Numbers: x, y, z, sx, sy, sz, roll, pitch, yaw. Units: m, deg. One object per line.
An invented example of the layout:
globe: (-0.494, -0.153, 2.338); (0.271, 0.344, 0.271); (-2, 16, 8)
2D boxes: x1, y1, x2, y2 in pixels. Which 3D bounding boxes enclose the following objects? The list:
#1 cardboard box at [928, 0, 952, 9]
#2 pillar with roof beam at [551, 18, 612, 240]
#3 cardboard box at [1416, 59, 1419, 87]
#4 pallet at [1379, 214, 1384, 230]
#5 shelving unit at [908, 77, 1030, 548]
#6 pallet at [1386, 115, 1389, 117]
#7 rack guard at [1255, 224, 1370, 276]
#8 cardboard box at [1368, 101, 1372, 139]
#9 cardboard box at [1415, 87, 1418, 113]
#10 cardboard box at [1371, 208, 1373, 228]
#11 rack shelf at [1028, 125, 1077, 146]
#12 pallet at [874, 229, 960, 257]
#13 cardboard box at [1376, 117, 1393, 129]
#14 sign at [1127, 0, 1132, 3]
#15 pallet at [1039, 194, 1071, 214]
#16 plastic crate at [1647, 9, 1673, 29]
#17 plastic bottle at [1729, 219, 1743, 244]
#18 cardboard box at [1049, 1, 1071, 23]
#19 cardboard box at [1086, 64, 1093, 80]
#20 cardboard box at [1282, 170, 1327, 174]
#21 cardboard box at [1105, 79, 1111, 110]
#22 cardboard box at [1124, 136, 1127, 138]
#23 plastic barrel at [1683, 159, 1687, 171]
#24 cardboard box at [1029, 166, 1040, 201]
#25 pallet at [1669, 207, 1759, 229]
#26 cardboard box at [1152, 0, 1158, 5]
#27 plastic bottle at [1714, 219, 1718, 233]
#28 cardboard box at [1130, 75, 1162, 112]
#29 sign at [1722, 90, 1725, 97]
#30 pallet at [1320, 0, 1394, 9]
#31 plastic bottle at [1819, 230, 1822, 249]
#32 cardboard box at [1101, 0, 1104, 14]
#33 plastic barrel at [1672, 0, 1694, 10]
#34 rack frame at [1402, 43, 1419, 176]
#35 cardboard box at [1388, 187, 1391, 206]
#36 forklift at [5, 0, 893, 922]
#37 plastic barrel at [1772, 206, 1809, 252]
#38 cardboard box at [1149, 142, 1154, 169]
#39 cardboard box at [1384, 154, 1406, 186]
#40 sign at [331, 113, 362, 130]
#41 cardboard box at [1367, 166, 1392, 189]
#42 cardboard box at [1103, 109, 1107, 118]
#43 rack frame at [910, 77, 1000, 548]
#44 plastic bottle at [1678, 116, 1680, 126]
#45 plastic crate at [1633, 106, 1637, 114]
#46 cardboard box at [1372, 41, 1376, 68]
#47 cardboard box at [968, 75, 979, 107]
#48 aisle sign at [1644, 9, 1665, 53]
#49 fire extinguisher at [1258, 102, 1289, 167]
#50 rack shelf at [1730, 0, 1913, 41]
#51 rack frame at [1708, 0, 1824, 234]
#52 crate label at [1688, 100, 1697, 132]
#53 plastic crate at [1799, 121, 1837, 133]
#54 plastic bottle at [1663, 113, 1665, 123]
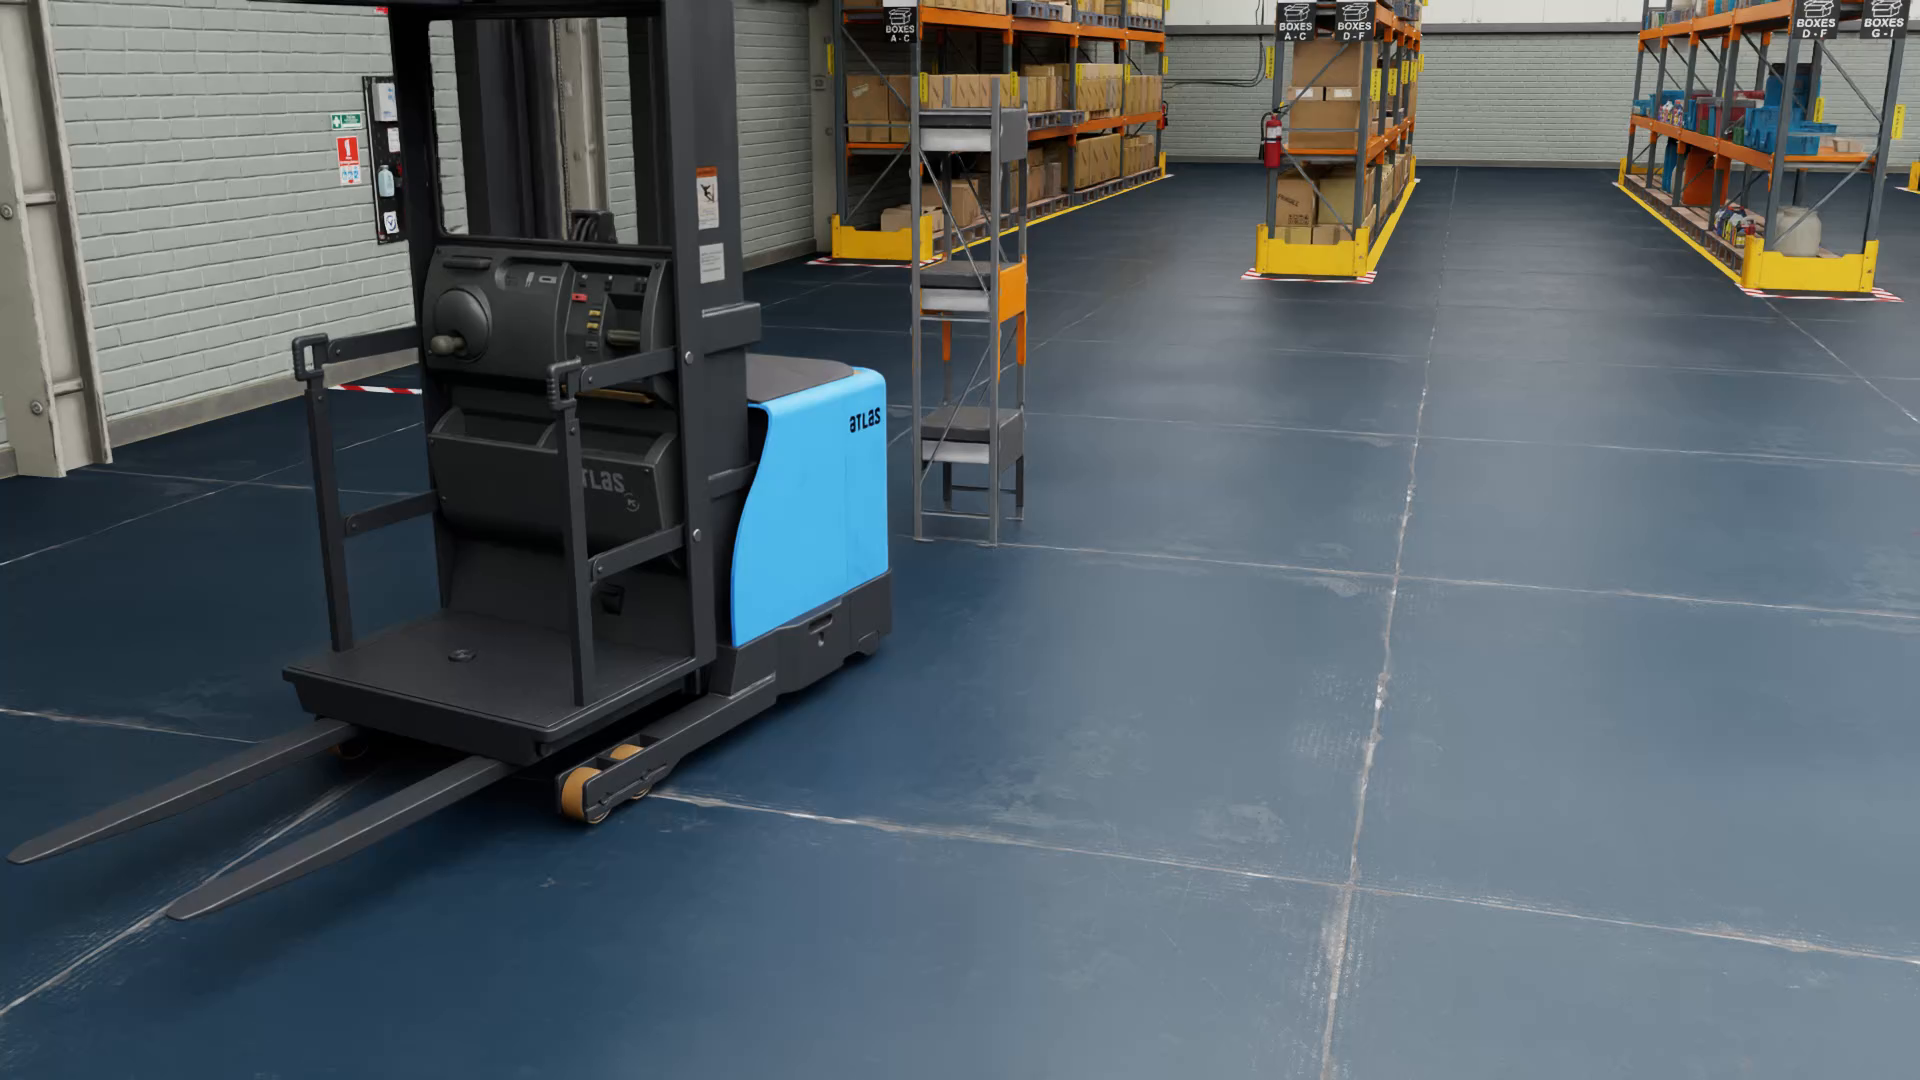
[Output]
cardboard box: (-0.415, -6.440, 19.319); (0.500, 0.500, 0.500); (6, 17, 20)
pillar with roof beam: (0.856, -5.966, 12.372); (9.100, 9.000, 0.400); (5, 16, 16)
cardboard box: (8.355, -8.795, 31.325); (0.500, 0.500, 0.500); (5, 17, 17)
pallet: (5.468, -4.571, 23.558); (1.003, 0.211, 1.213); (5, 16, 16)
shelving unit: (0.047, -1.053, 7.696); (0.431, 2.100, 0.503); (5, 16, 16)
pallet: (6.892, -7.196, 28.056); (1.003, 0.211, 1.213); (5, 16, 16)
rack guard: (3.807, -3.141, 17.988); (1.175, 0.500, 0.348); (5, 16, 16)
cardboard box: (4.687, -5.189, 20.445); (0.700, 0.500, 0.500); (4, 16, 15)
cardboard box: (8.495, -8.446, 31.926); (0.500, 0.500, 0.500); (5, 17, 18)
cardboard box: (4.877, -4.007, 20.730); (0.500, 0.250, 0.500); (5, 16, 16)
rack shelf: (0.769, -5.957, 24.652); (1.077, 0.370, 4.000); (5, 16, 16)
pallet: (-0.650, -3.621, 20.210); (1.003, 0.211, 1.213); (5, 16, 16)
cardboard box: (6.097, -6.065, 24.177); (0.380, 0.149, 0.250); (5, 16, 16)
sign: (2.997, -9.676, 29.426); (0.100, 0.325, 0.005); (5, 16, 16)
pallet: (1.114, -5.280, 26.059); (1.003, 0.211, 1.213); (5, 16, 16)
plastic crate: (12.411, -9.186, 29.334); (0.504, 0.338, 0.767); (5, 16, 16)
plastic bottle: (8.801, -3.481, 18.789); (0.152, 0.276, 0.135); (4, 16, 14)
cardboard box: (1.391, -8.027, 25.261); (0.500, 0.311, 0.500); (5, 16, 16)
cardboard box: (1.865, -7.627, 27.083); (0.500, 0.250, 0.500); (4, 16, 15)
cardboard box: (4.095, -4.147, 19.847); (0.500, 0.500, 0.500); (5, 16, 16)
cardboard box: (2.298, -7.668, 28.602); (0.500, 0.500, 0.500); (5, 16, 16)
cardboard box: (3.065, -7.823, 32.537); (0.380, 0.149, 0.250); (5, 17, 17)
plastic barrel: (11.279, -5.525, 25.459); (0.600, 0.588, 0.708); (5, 16, 16)
cardboard box: (0.810, -5.385, 25.092); (0.700, 0.500, 0.500); (5, 16, 16)
pallet: (10.578, -4.517, 23.367); (1.003, 0.211, 1.213); (5, 16, 16)
cardboard box: (3.511, -10.558, 32.007); (0.500, 0.500, 0.500); (5, 17, 18)
plastic bottle: (9.159, -3.801, 20.054); (0.097, 0.201, 0.097); (0, 16, 0)
cardboard box: (3.475, -8.929, 33.264); (0.980, 0.700, 0.700); (5, 17, 18)
sign: (12.499, -7.194, 27.190); (0.100, 0.325, 0.005); (5, 16, 16)
pallet: (4.733, -6.572, 20.167); (1.003, 0.211, 1.213); (5, 16, 16)
plastic bottle: (9.376, -3.314, 18.210); (0.097, 0.271, 0.097); (0, 16, 0)
cardboard box: (2.118, -9.354, 28.823); (0.700, 0.500, 0.500); (4, 16, 13)
plastic barrel: (11.582, -8.697, 26.477); (0.433, 0.535, 0.433); (0, 16, 0)
rack frame: (8.361, -8.536, 32.427); (1.000, 3.000, 0.127); (5, 16, 16)
cardboard box: (6.029, -5.030, 24.337); (0.500, 0.250, 0.500); (4, 16, 15)
forklift: (-1.398, -0.715, 4.979); (1.130, 2.935, 3.031); (8, 18, 27)
plastic barrel: (8.818, -3.279, 17.683); (0.421, 0.512, 0.421); (0, 16, 0)
cardboard box: (3.507, -7.728, 33.388); (0.700, 0.500, 0.500); (5, 16, 16)
cardboard box: (7.359, -6.347, 28.485); (0.500, 0.500, 0.500); (5, 16, 16)
sign: (-4.257, -2.906, 11.541); (0.001, 0.109, 0.331); (5, 16, 16)
cardboard box: (6.033, -5.299, 24.257); (0.500, 0.311, 0.500); (4, 16, 15)
cardboard box: (2.331, -7.386, 28.798); (0.380, 0.149, 0.250); (5, 16, 16)
rack frame: (-0.022, -0.990, 7.470); (0.400, 2.100, 0.015); (5, 16, 16)
plastic bottle: (10.685, -6.216, 24.611); (0.097, 0.201, 0.097); (0, 16, 0)
plastic crate: (12.553, -7.936, 30.686); (0.250, 0.136, 0.298); (5, 16, 16)
cardboard box: (4.688, -5.820, 20.290); (0.700, 0.500, 0.500); (5, 16, 16)
cardboard box: (-0.074, -5.532, 20.700); (0.500, 0.500, 0.500); (5, 17, 18)
aisle sign: (12.845, -9.443, 30.862); (0.394, 0.787, 0.004); (5, 16, 16)
fire extinguisher: (3.335, -4.318, 17.697); (0.296, 0.674, 0.183); (5, 16, 16)
rack shelf: (9.130, -5.585, 17.845); (1.077, 0.370, 4.000); (5, 16, 16)
rack frame: (9.699, -5.011, 20.000); (1.000, 3.000, 0.127); (5, 16, 16)
crate label: (10.294, -5.836, 22.843); (0.502, 0.435, 0.616); (5, 16, 16)
plastic crate: (9.645, -4.629, 18.926); (0.499, 0.251, 0.616); (5, 16, 16)
plastic bottle: (11.257, -6.742, 26.467); (0.097, 0.201, 0.097); (0, 16, 0)
